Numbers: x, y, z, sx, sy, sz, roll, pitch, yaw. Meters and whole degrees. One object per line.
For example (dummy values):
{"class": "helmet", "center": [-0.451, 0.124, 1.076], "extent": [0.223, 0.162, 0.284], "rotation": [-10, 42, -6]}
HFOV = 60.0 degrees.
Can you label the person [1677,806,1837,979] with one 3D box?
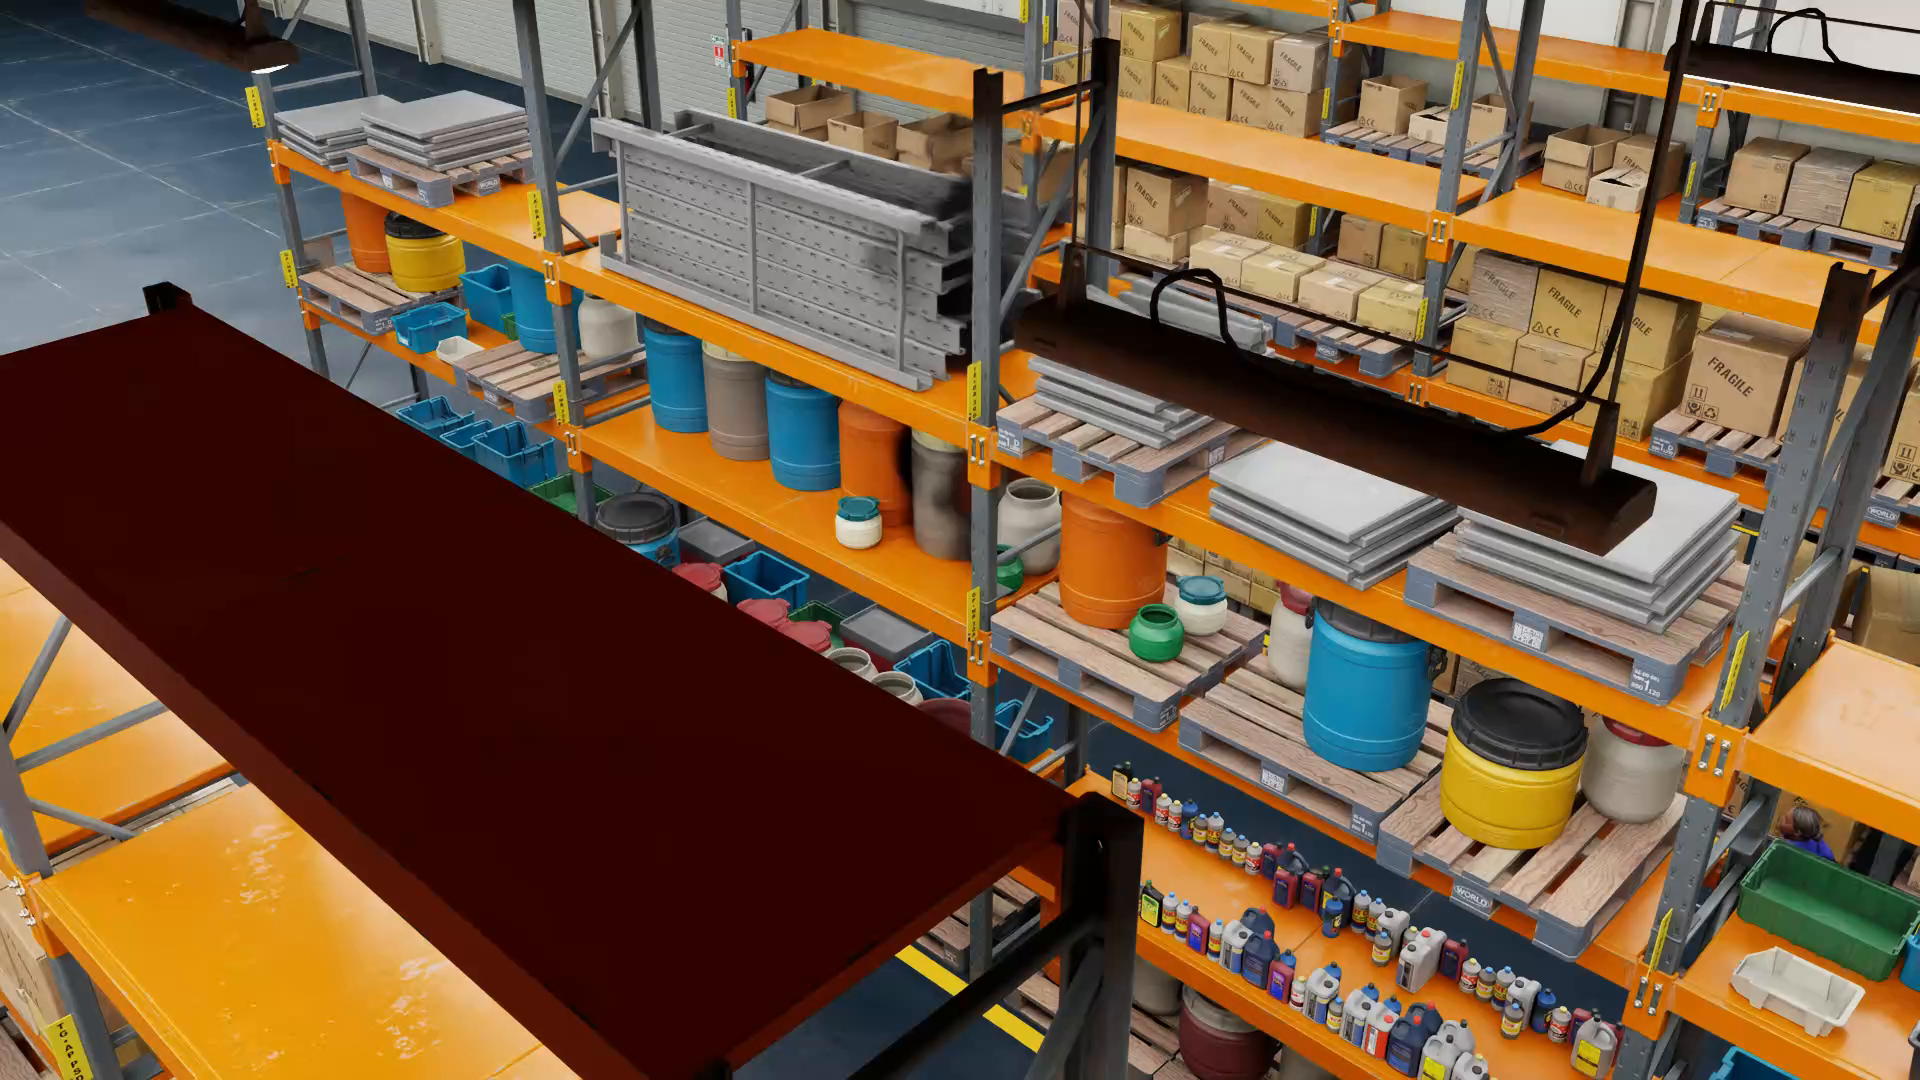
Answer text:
{"class": "person", "center": [5.065, 2.300, 10.387], "extent": [0.896, 1.605, 0.575], "rotation": [20, 35, 31]}
